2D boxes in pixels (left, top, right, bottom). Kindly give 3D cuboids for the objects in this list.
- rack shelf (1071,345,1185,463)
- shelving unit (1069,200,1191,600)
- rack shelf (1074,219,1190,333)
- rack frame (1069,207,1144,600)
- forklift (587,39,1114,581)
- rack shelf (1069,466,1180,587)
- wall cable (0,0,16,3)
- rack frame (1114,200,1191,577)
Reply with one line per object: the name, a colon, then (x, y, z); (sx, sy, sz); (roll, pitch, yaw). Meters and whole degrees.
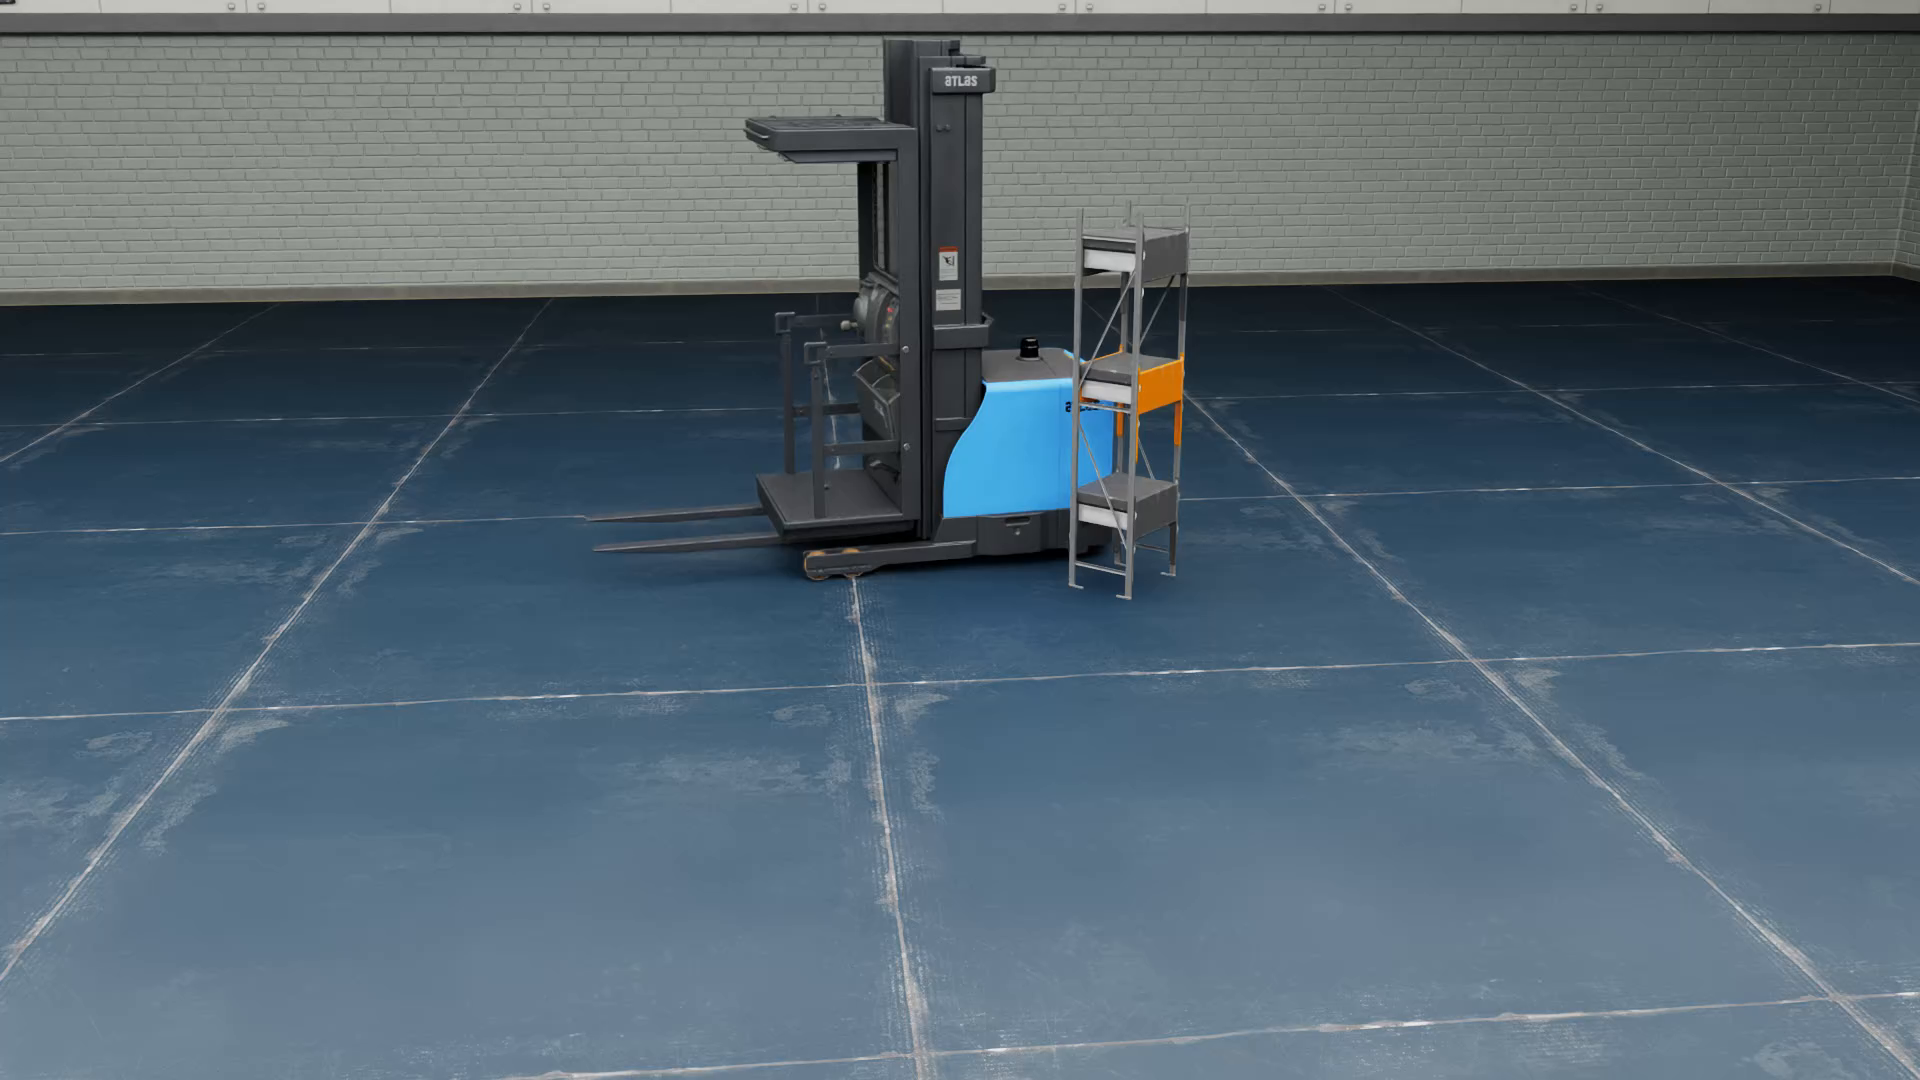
rack shelf: (0.922, -0.753, 9.116); (0.431, 0.518, 0.480); (13, 21, 35)
shelving unit: (0.922, -0.766, 9.112); (0.431, 2.100, 0.503); (13, 21, 35)
rack shelf: (0.921, -1.421, 8.906); (0.431, 0.518, 0.480); (13, 21, 35)
rack frame: (0.776, -0.707, 8.925); (0.400, 2.100, 0.015); (13, 21, 35)
forklift: (-0.665, -1.342, 9.557); (3.031, 2.935, 1.130); (-5, 18, -14)
rack shelf: (0.922, -0.085, 9.326); (0.431, 0.518, 0.480); (13, 21, 35)
wall cable: (-9.132, -8.546, 16.697); (2.305, 6.003, 0.169); (-2, 18, -6)
rack frame: (1.067, -0.825, 9.299); (0.400, 2.100, 0.015); (13, 21, 35)
